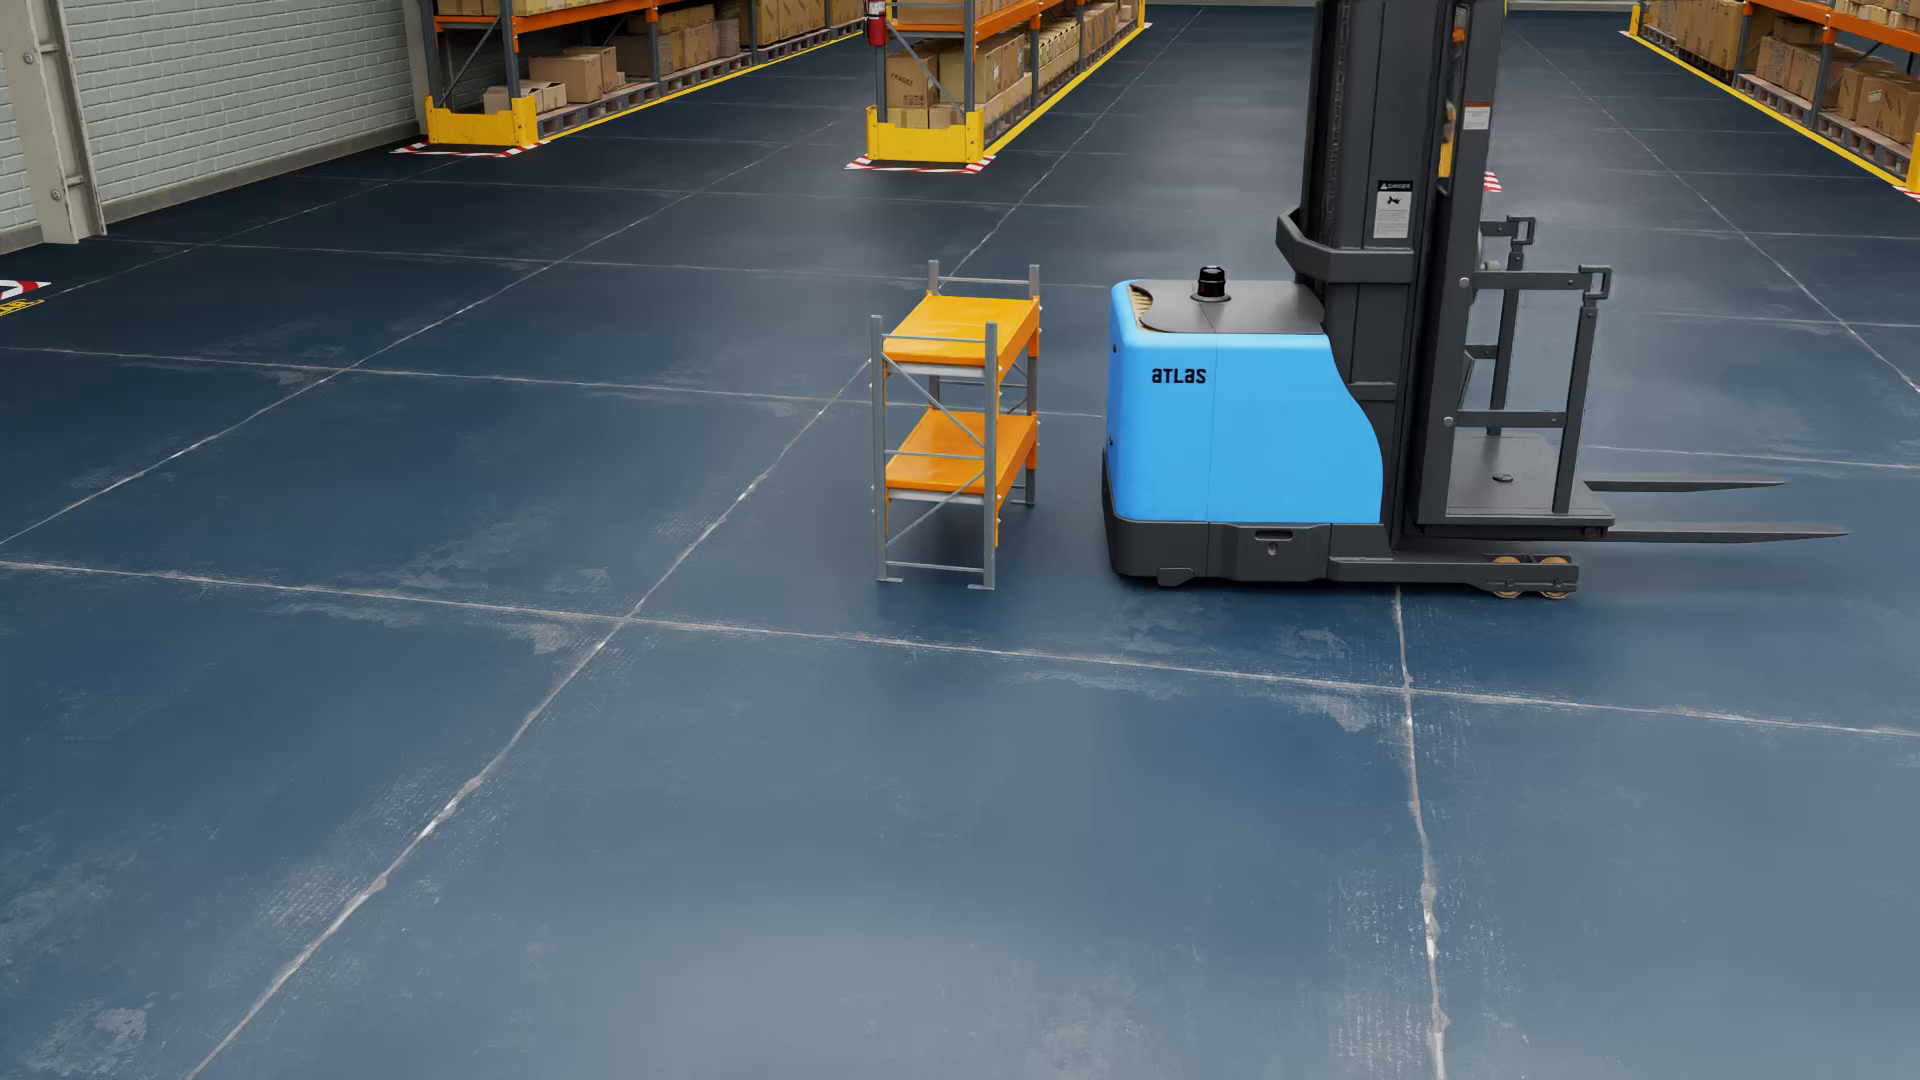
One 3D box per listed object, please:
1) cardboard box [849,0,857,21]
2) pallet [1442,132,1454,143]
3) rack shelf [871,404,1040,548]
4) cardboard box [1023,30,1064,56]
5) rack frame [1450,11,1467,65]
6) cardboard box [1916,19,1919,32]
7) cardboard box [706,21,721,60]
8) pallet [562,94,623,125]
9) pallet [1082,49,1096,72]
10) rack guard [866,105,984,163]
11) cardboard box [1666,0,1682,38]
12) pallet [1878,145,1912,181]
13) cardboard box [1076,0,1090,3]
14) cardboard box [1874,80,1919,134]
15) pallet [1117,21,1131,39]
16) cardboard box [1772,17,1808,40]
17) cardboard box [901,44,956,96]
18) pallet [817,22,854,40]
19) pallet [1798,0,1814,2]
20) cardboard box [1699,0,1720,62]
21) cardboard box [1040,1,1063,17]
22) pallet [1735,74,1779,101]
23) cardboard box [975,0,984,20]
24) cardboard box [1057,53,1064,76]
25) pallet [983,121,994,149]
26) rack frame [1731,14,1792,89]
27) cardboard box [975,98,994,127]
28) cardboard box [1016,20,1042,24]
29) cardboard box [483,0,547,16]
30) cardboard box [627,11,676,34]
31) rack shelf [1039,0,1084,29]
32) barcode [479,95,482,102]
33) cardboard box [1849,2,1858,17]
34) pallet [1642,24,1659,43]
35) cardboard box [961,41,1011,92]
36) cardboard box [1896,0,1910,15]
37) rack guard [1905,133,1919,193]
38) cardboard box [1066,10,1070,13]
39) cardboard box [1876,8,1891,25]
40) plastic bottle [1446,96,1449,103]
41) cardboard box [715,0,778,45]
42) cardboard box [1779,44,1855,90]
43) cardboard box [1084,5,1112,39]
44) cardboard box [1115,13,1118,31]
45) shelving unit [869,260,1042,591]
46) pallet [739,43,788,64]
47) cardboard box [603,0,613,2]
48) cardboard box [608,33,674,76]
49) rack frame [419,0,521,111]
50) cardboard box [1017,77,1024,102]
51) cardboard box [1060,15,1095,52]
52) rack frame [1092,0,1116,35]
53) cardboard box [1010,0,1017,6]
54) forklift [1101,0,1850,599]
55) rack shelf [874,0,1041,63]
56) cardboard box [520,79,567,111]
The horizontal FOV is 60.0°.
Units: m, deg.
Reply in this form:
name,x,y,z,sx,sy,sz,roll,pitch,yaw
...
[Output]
name,x,y,z,sx,sy,sz,roll,pitch,yaw
cardboard box,-2.287,-9.755,30.345,0.700,0.500,0.500,5,22,12
pallet,4.637,-3.974,16.939,1.003,0.211,1.213,4,22,11
rack shelf,0.001,-0.297,7.241,0.538,0.278,1.000,4,22,11
cardboard box,1.105,-6.655,22.232,0.500,0.311,0.500,5,22,12
rack frame,4.497,-4.940,15.603,1.000,3.000,0.127,4,22,11
cardboard box,9.412,-4.931,15.918,0.380,0.149,0.250,4,22,11
cardboard box,-3.884,-7.218,24.019,0.700,0.500,0.500,4,22,11
pallet,-4.735,-5.168,19.904,1.003,0.211,1.213,4,22,11
pallet,1.470,-7.221,25.001,1.003,0.211,1.213,4,22,11
rack guard,-0.356,-4.150,16.989,1.175,0.500,0.348,4,22,11
cardboard box,12.191,-8.724,27.283,0.875,0.875,0.875,4,22,11
pallet,9.562,-3.591,15.987,1.003,0.211,1.213,4,22,11
cardboard box,1.936,-8.982,28.397,0.500,0.500,0.500,4,22,11
cardboard box,9.882,-4.474,17.231,0.500,0.500,0.500,2,22,6
pallet,2.485,-9.112,29.697,1.003,0.211,1.213,4,22,11
cardboard box,10.871,-6.633,21.561,0.500,0.250,0.500,5,23,13
cardboard box,-0.344,-5.171,18.294,0.500,0.500,0.500,4,22,11
pallet,-2.521,-9.062,29.572,1.003,0.211,1.213,4,22,11
pallet,10.614,-6.672,20.161,1.003,0.211,1.213,4,22,11
cardboard box,11.329,-7.273,23.680,1.225,0.875,0.875,5,22,11
cardboard box,1.249,-8.018,24.999,0.500,0.250,0.500,5,23,13
pallet,10.817,-5.909,21.742,1.003,0.211,1.213,4,22,11
cardboard box,-0.141,-5.727,17.425,0.700,0.500,0.500,5,22,12
cardboard box,1.103,-6.392,22.328,0.500,0.250,0.500,5,22,12
pallet,-0.236,-4.308,17.768,1.003,0.211,1.213,4,22,11
rack frame,10.978,-7.488,21.931,1.000,3.000,0.127,4,22,11
cardboard box,0.074,-4.600,17.879,0.500,0.250,0.500,4,22,11
cardboard box,0.887,-7.255,23.719,0.500,0.311,0.500,5,23,13
cardboard box,-4.791,-5.789,17.886,0.500,0.250,0.500,4,22,9
cardboard box,-4.165,-6.982,22.428,0.500,0.250,0.500,4,22,10
rack shelf,0.873,-7.179,22.127,1.077,0.370,4.000,4,22,11
barcode,-5.360,-4.939,18.600,0.001,0.075,0.075,4,22,11
cardboard box,9.736,-5.669,17.750,0.380,0.149,0.250,4,22,11
pallet,12.524,-8.822,28.975,1.003,0.211,1.213,4,22,11
cardboard box,0.284,-5.313,18.646,0.500,0.500,0.500,4,22,11
cardboard box,9.614,-5.317,16.008,0.875,0.500,0.500,4,22,11
rack guard,9.361,-3.430,15.202,1.175,0.500,0.348,4,22,11
cardboard box,1.449,-8.031,26.035,0.500,0.500,0.500,4,22,9
cardboard box,9.530,-5.303,16.842,0.380,0.149,0.250,4,22,11
plastic bottle,5.242,-4.643,17.930,0.097,0.271,0.097,0,22,0
cardboard box,-3.291,-8.077,25.709,0.750,0.750,0.750,4,22,10
cardboard box,10.651,-5.874,20.681,0.700,0.500,0.500,6,23,15
cardboard box,2.168,-8.369,26.876,0.500,0.500,0.500,5,22,11
cardboard box,2.395,-8.801,28.202,0.500,0.311,0.500,4,22,11
shelving unit,0.001,-0.524,7.150,0.538,1.125,1.048,4,22,11
pallet,-3.335,-7.610,25.966,1.003,0.211,1.213,4,22,11
cardboard box,-4.383,-6.534,19.737,0.500,0.250,0.500,4,22,11
cardboard box,-4.252,-6.473,22.167,0.700,0.500,0.500,5,23,13
rack frame,-5.202,-5.695,17.479,1.000,3.000,0.127,4,22,11
cardboard box,0.472,-5.332,19.697,0.500,0.250,0.500,4,22,11
cardboard box,1.755,-7.626,25.029,0.500,0.500,0.500,4,22,9
rack frame,2.097,-9.707,27.441,1.000,3.000,0.127,4,22,11
cardboard box,0.279,-6.472,19.274,0.700,0.500,0.500,4,22,10
forklift,2.153,-1.323,6.716,3.031,2.935,1.130,1,22,2
rack shelf,0.057,-5.716,18.495,1.077,0.370,4.000,4,22,11
cardboard box,-4.856,-5.106,19.028,0.500,0.311,0.500,6,23,15
